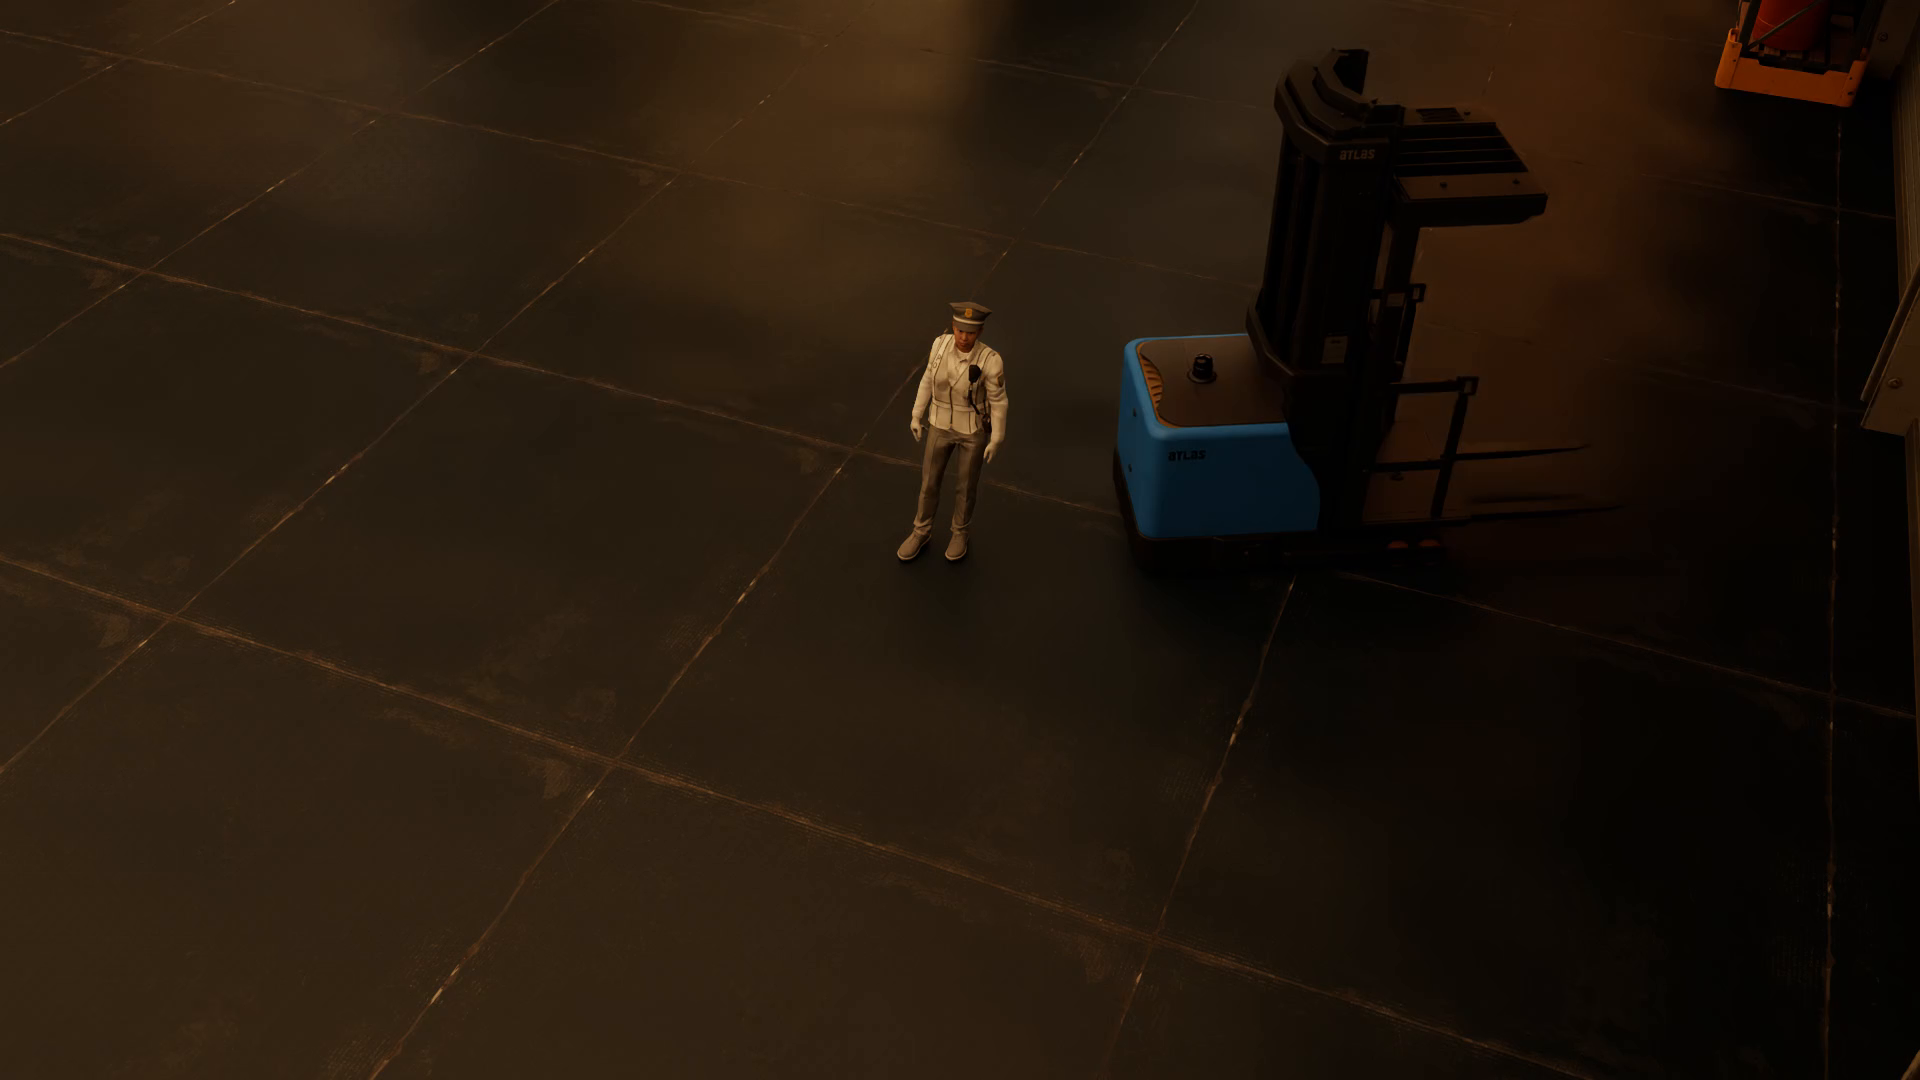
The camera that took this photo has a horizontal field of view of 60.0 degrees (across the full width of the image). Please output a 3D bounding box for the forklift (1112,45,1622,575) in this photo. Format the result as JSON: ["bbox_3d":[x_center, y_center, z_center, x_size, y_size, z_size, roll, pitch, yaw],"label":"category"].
[{"bbox_3d":[2.524,-1.295,9.554,3.031,2.935,1.130,-3,40,-4],"label":"forklift"}]

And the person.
[{"bbox_3d":[-0.031,-0.617,9.695,0.588,1.697,0.534,15,42,17],"label":"person"}]
